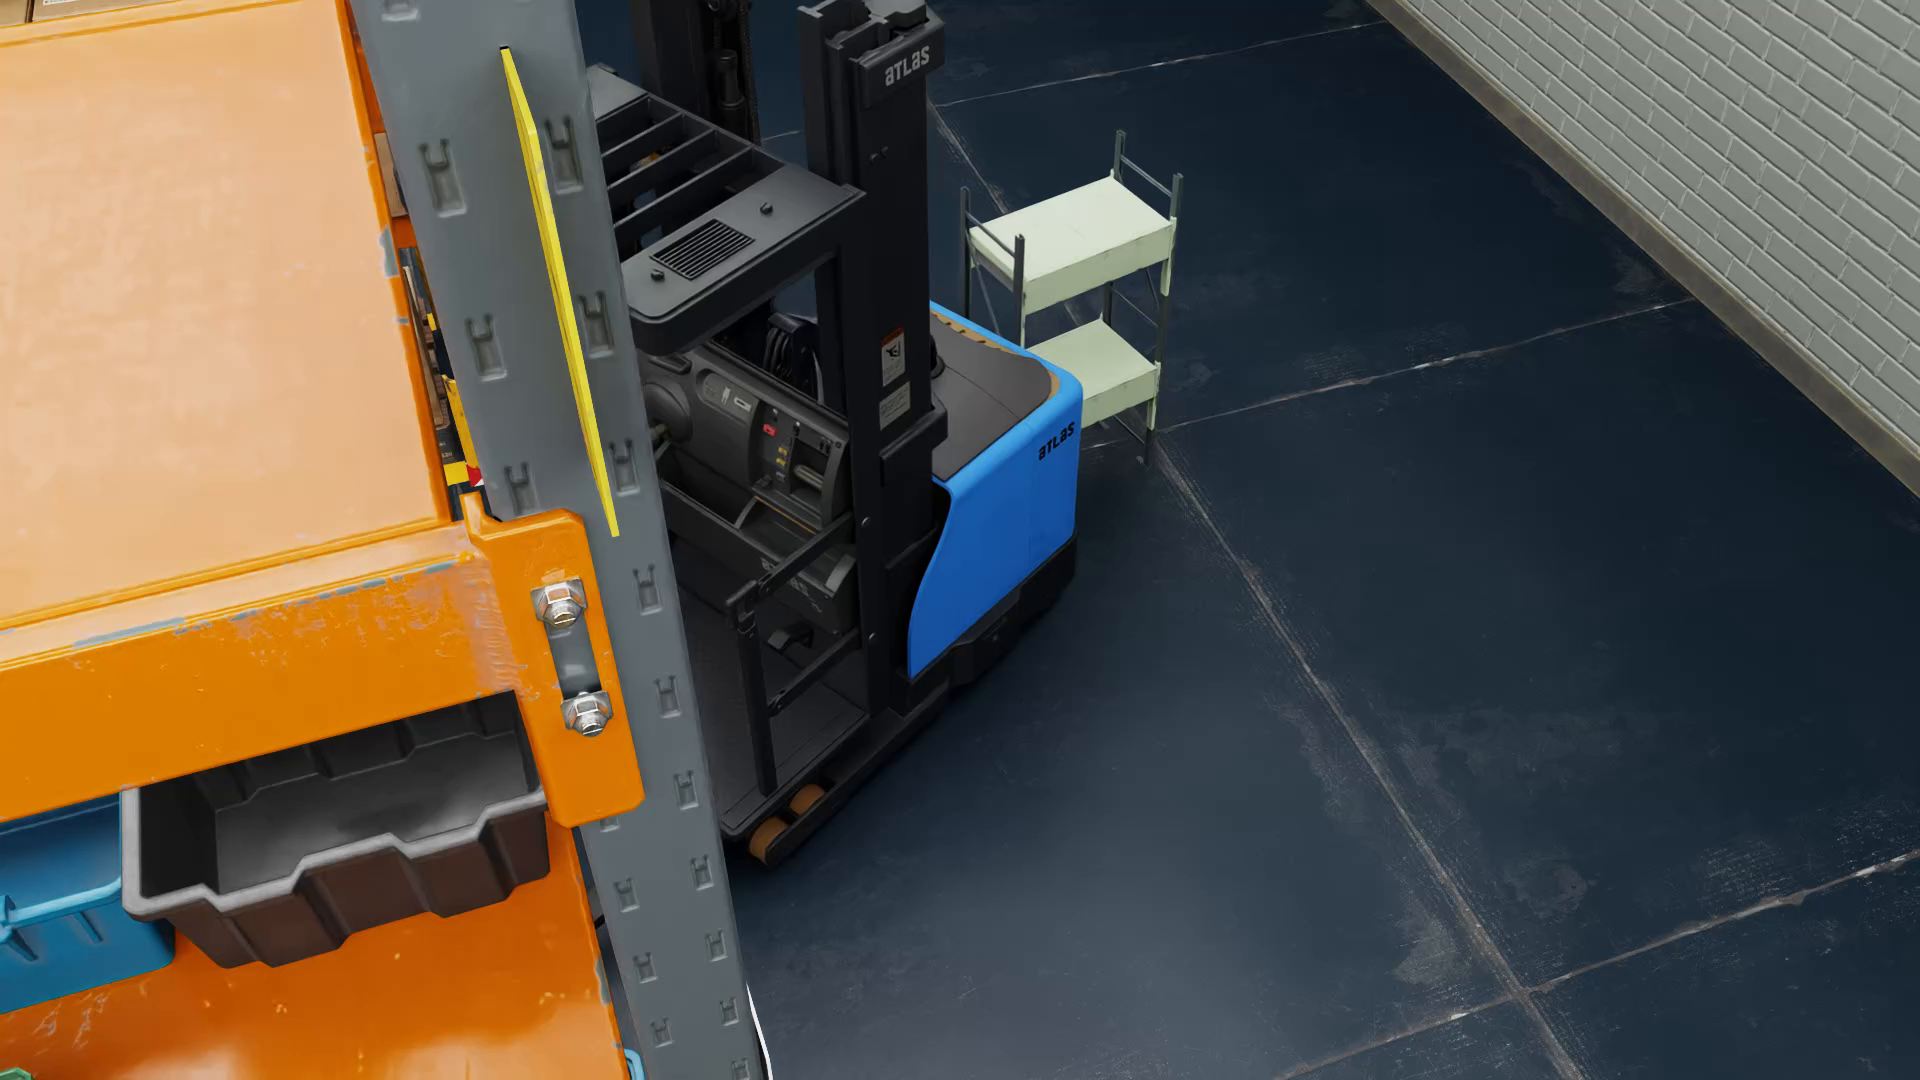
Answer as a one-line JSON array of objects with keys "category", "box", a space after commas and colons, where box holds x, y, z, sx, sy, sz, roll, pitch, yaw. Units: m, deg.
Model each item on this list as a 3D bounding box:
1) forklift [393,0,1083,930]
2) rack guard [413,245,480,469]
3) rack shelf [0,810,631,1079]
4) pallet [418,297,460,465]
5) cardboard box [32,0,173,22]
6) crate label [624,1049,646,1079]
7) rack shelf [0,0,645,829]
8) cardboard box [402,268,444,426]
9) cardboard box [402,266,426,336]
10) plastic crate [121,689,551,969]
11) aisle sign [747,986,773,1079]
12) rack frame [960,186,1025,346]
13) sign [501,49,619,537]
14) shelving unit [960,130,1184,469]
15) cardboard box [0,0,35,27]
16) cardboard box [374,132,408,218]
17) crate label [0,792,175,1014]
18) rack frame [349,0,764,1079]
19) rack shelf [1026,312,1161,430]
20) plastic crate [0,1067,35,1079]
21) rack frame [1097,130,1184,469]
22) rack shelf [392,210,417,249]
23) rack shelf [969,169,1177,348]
[{"category": "forklift", "box": [-0.863, -0.292, 5.281, 1.130, 2.935, 3.031, 31, 53, 27]}, {"category": "rack guard", "box": [-2.209, -0.907, 7.611, 0.348, 0.500, 1.175, -14, 47, -14]}, {"category": "rack shelf", "box": [-2.340, 1.169, 2.167, 4.000, 0.370, 1.077, -14, 47, -14]}, {"category": "pallet", "box": [-2.959, -0.613, 7.521, 1.213, 0.211, 1.003, -14, 47, -14]}, {"category": "cardboard box", "box": [-2.938, -1.784, 5.943, 0.500, 0.500, 0.500, -13, 47, -13]}, {"category": "crate label", "box": [-0.803, 1.371, 3.651, 0.303, 0.233, 0.416, -14, 47, -14]}, {"category": "rack shelf", "box": [-2.340, 0.251, 1.246, 4.000, 0.370, 1.077, -14, 47, -14]}, {"category": "cardboard box", "box": [-2.565, -0.786, 7.179, 0.500, 0.500, 0.500, -14, 47, -14]}, {"category": "cardboard box", "box": [-2.648, -1.085, 7.725, 0.250, 0.149, 0.380, -14, 47, -14]}, {"category": "plastic crate", "box": [-0.916, 0.387, 2.530, 0.590, 0.269, 0.497, -14, 47, -14]}, {"category": "aisle sign", "box": [-0.292, 0.753, 2.356, 0.004, 0.787, 0.394, -14, 47, -14]}, {"category": "rack frame", "box": [0.118, -0.682, 6.681, 0.023, 1.500, 0.400, -25, 50, -23]}, {"category": "sign", "box": [-0.257, -0.148, 1.082, 0.005, 0.325, 0.100, -14, 47, -14]}, {"category": "shelving unit", "box": [0.426, -0.823, 6.821, 0.755, 1.500, 0.431, -25, 50, -23]}, {"category": "cardboard box", "box": [-3.424, -1.656, 5.816, 0.500, 0.500, 0.500, -13, 47, -13]}, {"category": "cardboard box", "box": [-2.466, -1.554, 6.420, 0.500, 0.500, 0.500, -13, 47, -13]}, {"category": "crate label", "box": [-1.437, 0.493, 2.437, 0.502, 0.251, 0.408, -14, 47, -14]}, {"category": "rack frame", "box": [-0.459, -0.625, 1.329, 0.127, 3.000, 1.000, -14, 47, -14]}, {"category": "rack shelf", "box": [0.426, -0.593, 7.052, 0.720, 0.370, 0.431, -25, 50, -23]}, {"category": "plastic crate", "box": [-1.290, 0.936, 2.040, 0.336, 0.188, 0.450, -14, 47, -14]}, {"category": "rack frame", "box": [0.733, -0.965, 6.962, 0.023, 1.500, 0.400, -25, 50, -23]}, {"category": "rack shelf", "box": [-4.019, -1.073, 6.519, 4.000, 0.370, 1.077, -14, 47, -14]}, {"category": "rack shelf", "box": [0.426, -1.099, 6.545, 0.720, 0.370, 0.431, -25, 50, -23]}]
